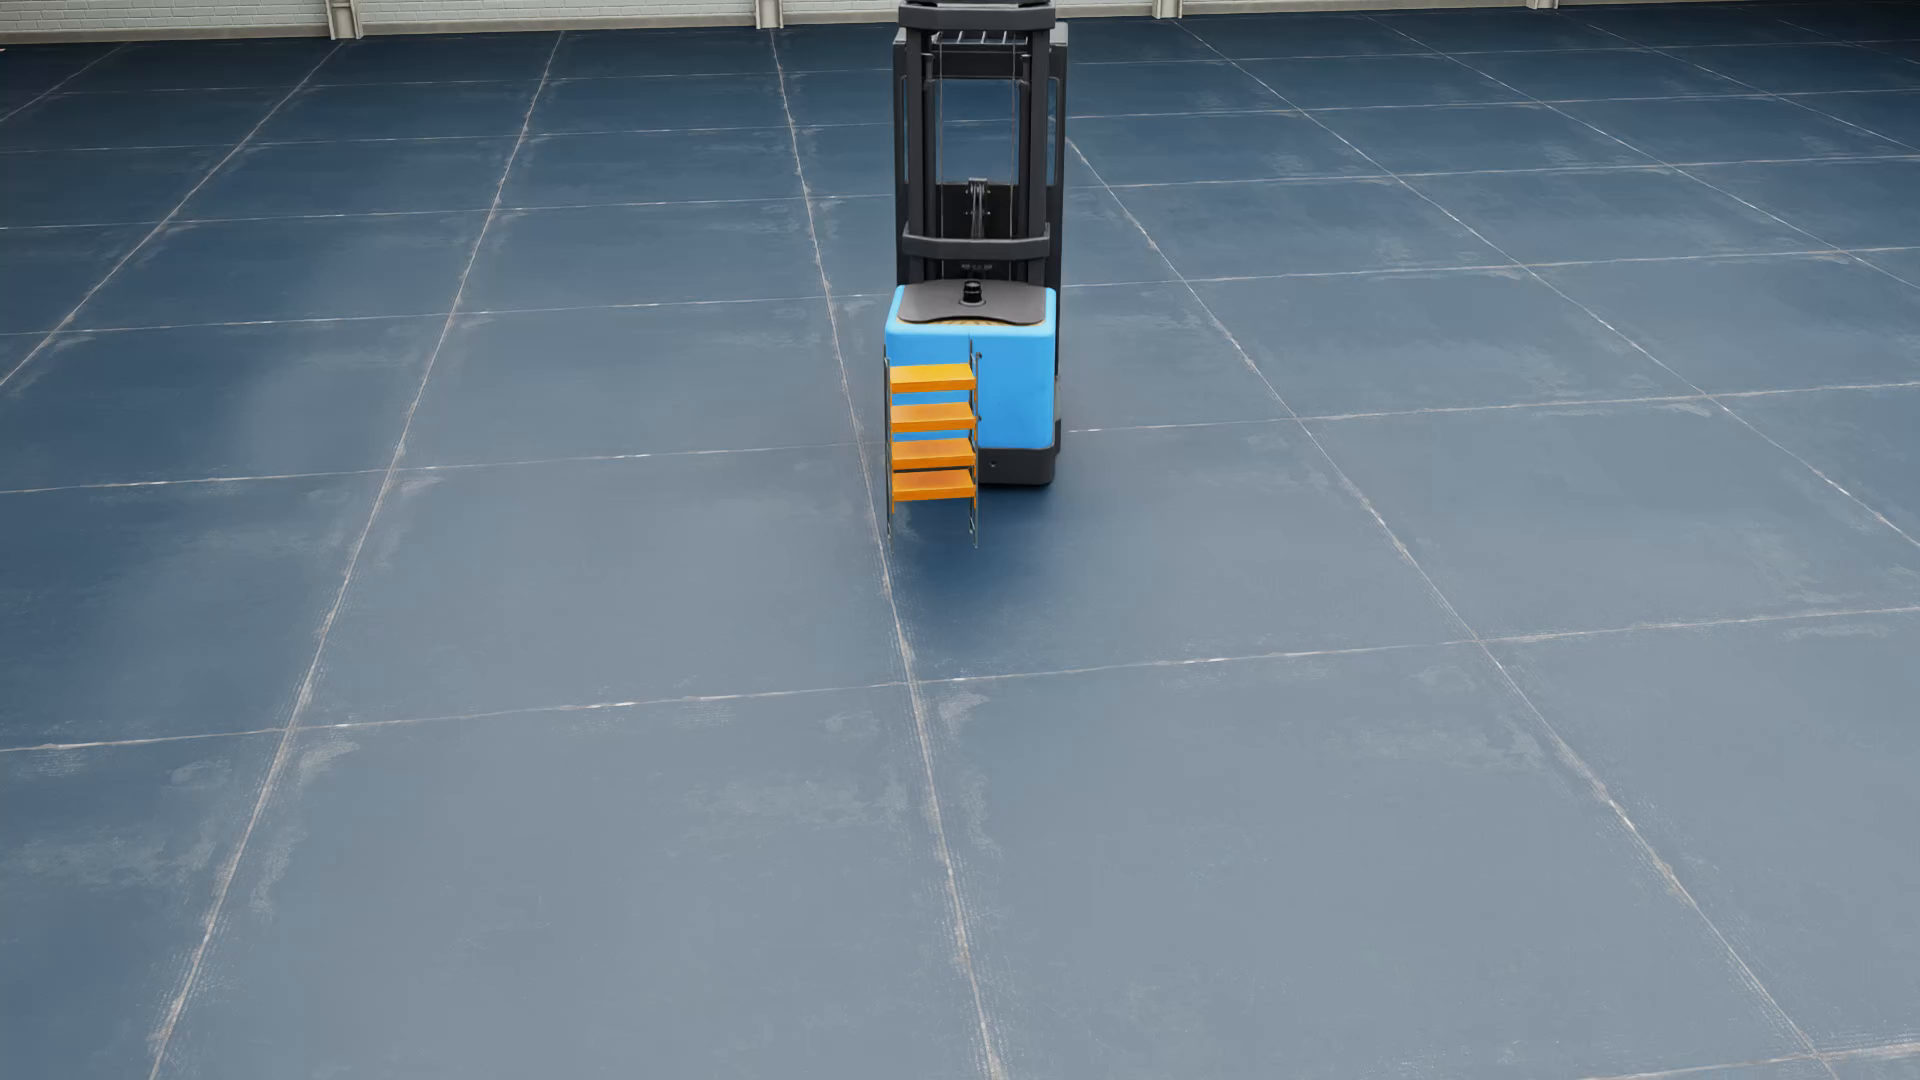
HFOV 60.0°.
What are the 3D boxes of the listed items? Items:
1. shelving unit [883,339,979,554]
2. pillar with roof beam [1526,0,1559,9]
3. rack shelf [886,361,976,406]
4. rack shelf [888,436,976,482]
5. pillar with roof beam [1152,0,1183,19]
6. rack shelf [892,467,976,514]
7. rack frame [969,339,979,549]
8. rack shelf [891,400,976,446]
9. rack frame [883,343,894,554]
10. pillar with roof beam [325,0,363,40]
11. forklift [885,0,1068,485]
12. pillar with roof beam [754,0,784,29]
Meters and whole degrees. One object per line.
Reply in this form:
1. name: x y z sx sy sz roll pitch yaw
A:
1. shelving unit: -0.164 -0.523 9.456 0.503 1.200 0.258 -4 27 -7
2. pillar with roof beam: 9.679 -10.383 20.128 0.400 9.000 9.100 -4 27 -7
3. rack shelf: -0.164 -0.873 9.276 0.480 0.148 0.258 -4 27 -7
4. rack shelf: -0.164 -0.463 9.486 0.480 0.148 0.258 -4 27 -7
5. pillar with roof beam: 3.738 -10.001 19.384 0.400 9.000 9.100 -4 27 -7
6. rack shelf: -0.164 -0.287 9.577 0.480 0.148 0.258 -4 27 -7
7. rack frame: 0.078 -0.539 9.486 0.015 1.200 0.240 -4 27 -7
8. rack shelf: -0.164 -0.662 9.384 0.480 0.148 0.258 -4 27 -7
9. rack frame: -0.406 -0.508 9.425 0.015 1.200 0.240 -4 27 -7
10. pillar with roof beam: -8.145 -9.238 17.896 0.400 9.000 9.100 -4 27 -7
11. forklift: 0.139 -2.282 10.987 1.130 2.935 3.031 1 27 3
12. pillar with roof beam: -2.204 -9.619 18.640 0.400 9.000 9.100 -4 27 -7
